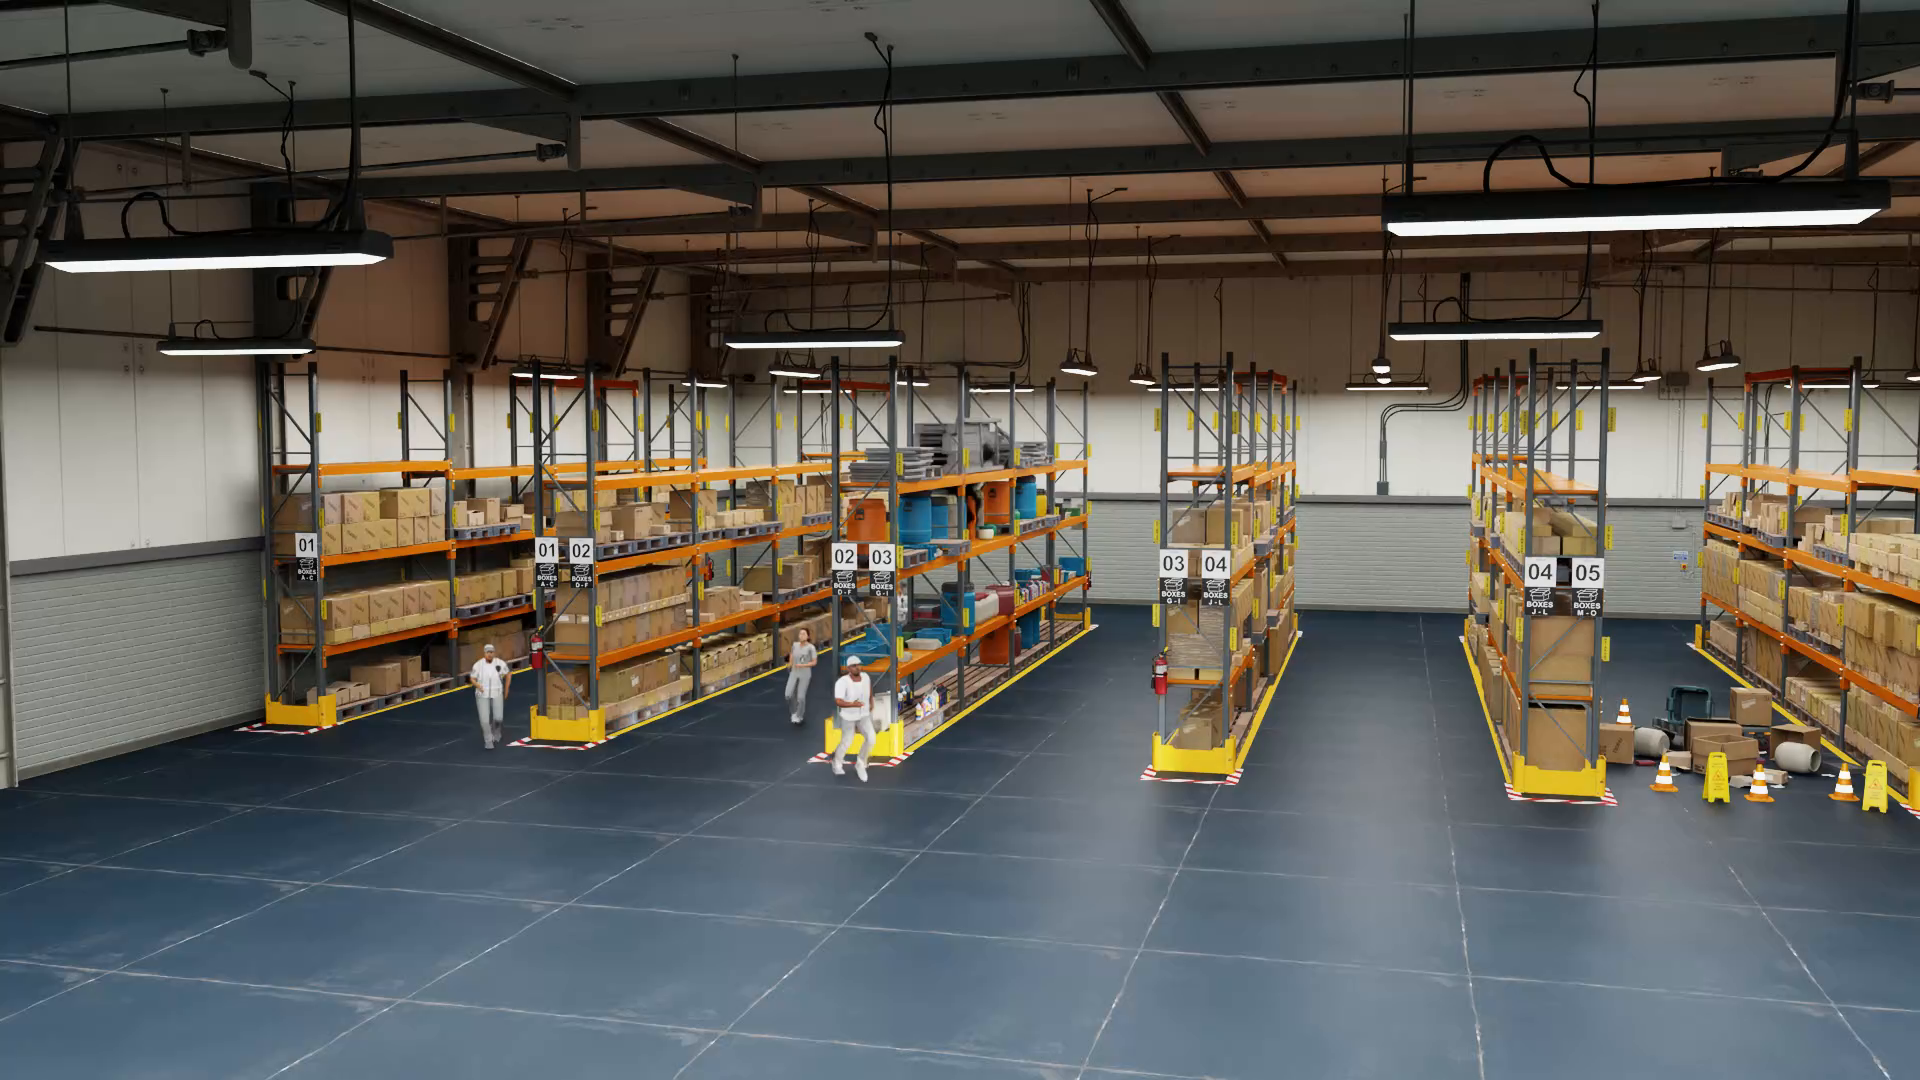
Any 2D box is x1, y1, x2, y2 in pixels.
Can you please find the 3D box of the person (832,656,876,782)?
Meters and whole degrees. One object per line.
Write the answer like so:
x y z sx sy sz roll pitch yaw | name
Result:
-1.453 2.486 23.243 0.713 1.769 0.869 -2 5 -31 | person

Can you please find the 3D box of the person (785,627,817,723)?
-2.608 2.242 27.503 0.547 1.618 0.581 1 4 16 | person

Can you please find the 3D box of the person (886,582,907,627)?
-1.259 1.707 34.513 0.603 1.704 0.915 1 4 12 | person

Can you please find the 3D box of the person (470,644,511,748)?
-7.216 2.411 25.583 0.613 1.609 0.573 -1 4 -17 | person
